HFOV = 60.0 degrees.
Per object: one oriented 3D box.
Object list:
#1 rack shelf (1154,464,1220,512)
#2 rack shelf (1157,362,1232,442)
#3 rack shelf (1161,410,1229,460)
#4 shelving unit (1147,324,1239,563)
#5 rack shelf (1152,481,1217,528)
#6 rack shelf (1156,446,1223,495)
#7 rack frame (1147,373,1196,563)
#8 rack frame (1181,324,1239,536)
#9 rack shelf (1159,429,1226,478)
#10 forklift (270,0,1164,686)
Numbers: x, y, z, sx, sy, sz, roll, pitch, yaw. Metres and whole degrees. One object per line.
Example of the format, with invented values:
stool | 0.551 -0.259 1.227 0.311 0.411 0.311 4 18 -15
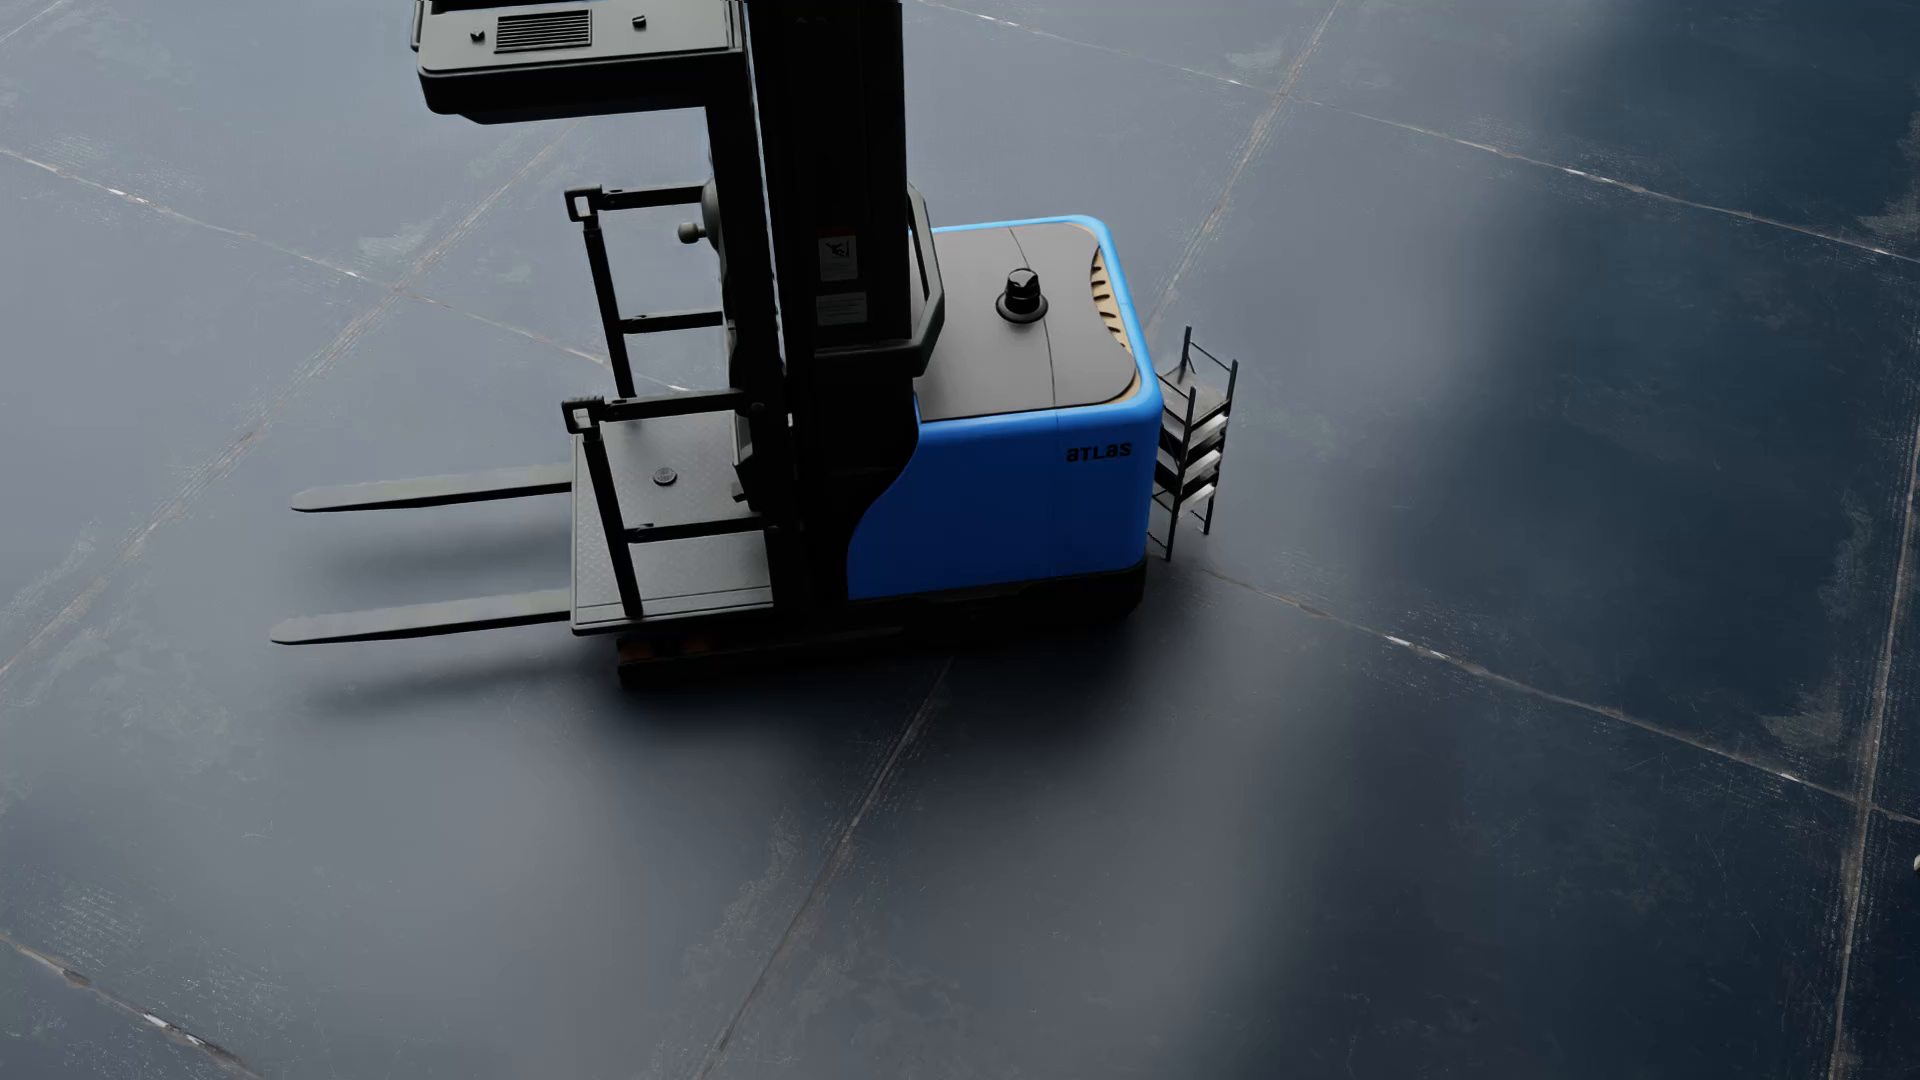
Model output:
rack shelf | 0.778 -0.246 6.031 0.200 0.077 0.258 -33 57 -25
rack shelf | 0.778 -0.480 5.757 0.200 0.077 0.258 -33 57 -25
rack shelf | 0.778 -0.421 5.825 0.200 0.077 0.258 -33 57 -25
shelving unit | 0.778 -0.326 5.937 0.210 0.900 0.258 -33 57 -25
rack shelf | 0.778 -0.188 6.099 0.200 0.077 0.258 -33 57 -25
rack shelf | 0.778 -0.305 5.962 0.200 0.077 0.258 -33 57 -25
rack frame | 0.701 -0.276 5.894 0.006 0.900 0.240 -33 57 -25
rack frame | 0.855 -0.377 5.980 0.006 0.900 0.240 -33 57 -25
rack shelf | 0.778 -0.363 5.894 0.200 0.077 0.258 -33 57 -25
forklift | -0.901 -0.878 5.073 3.031 2.935 1.130 -6 50 -5
